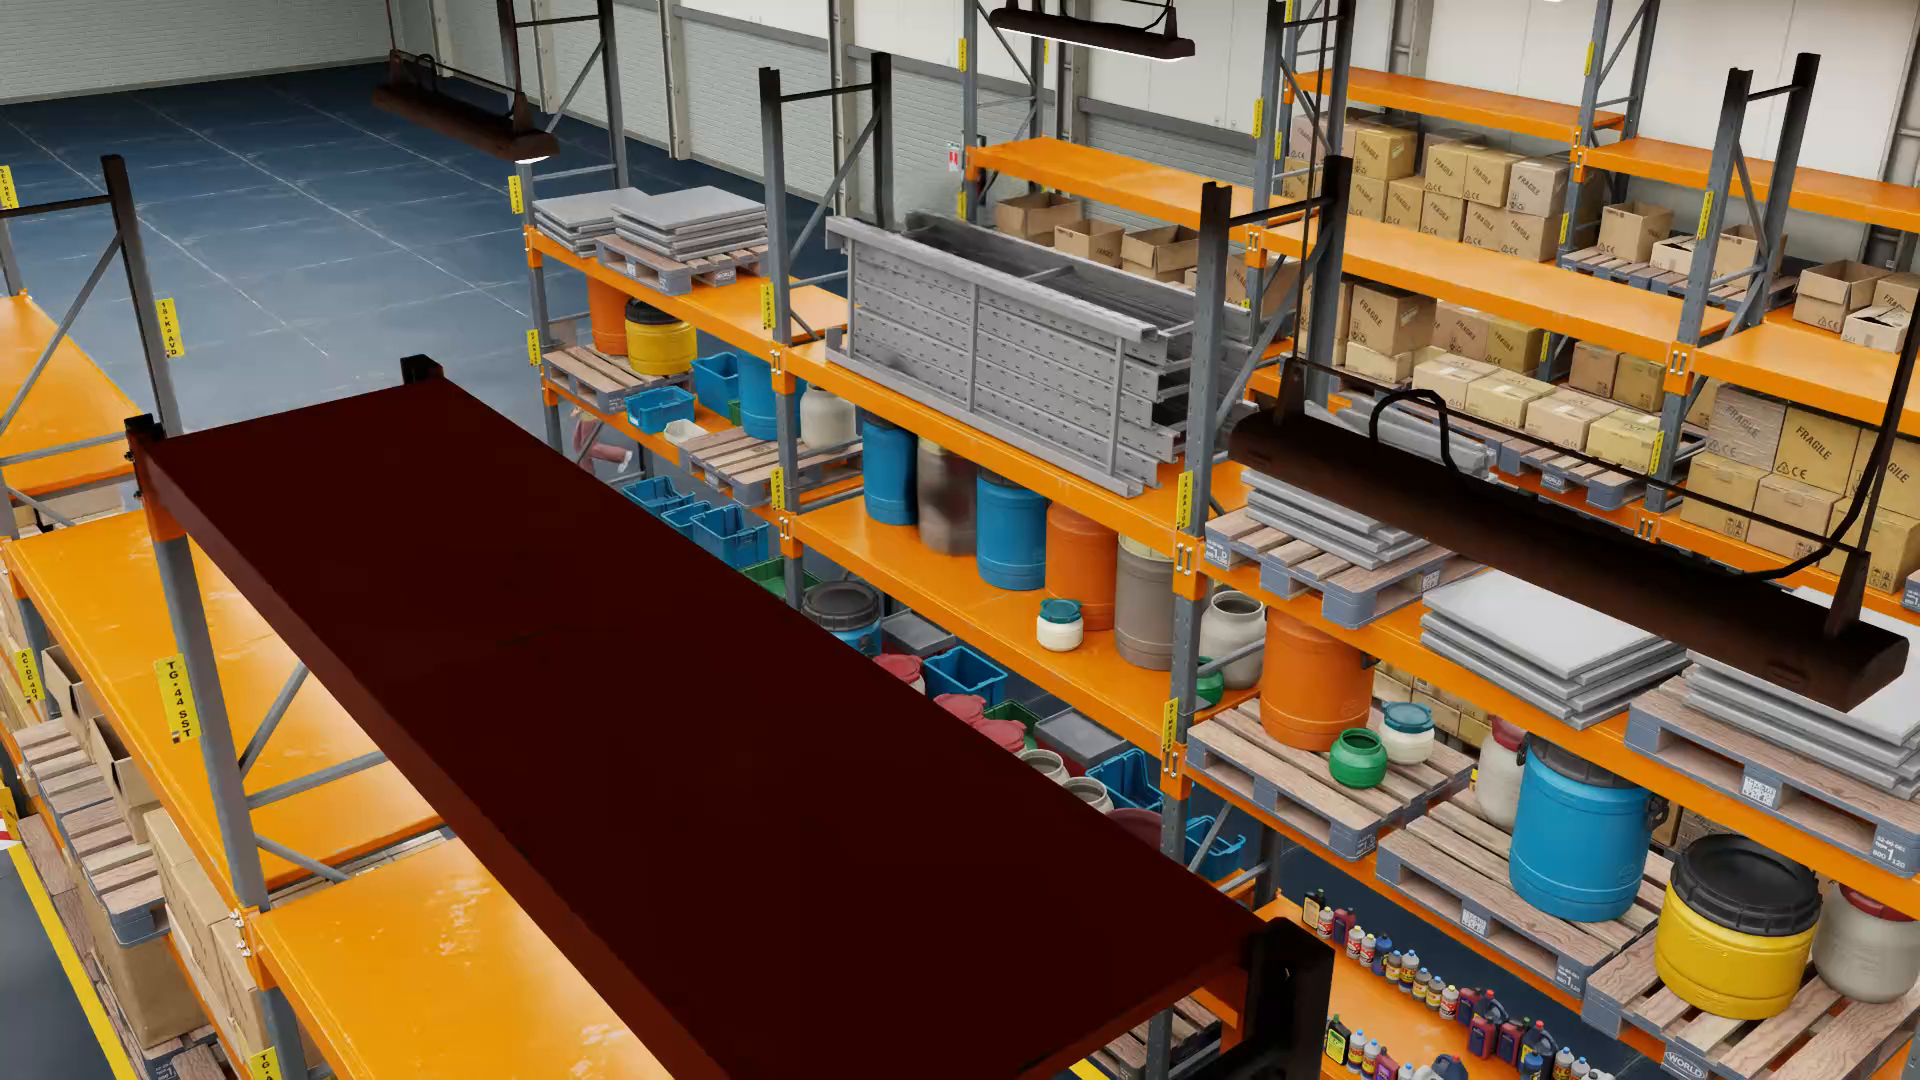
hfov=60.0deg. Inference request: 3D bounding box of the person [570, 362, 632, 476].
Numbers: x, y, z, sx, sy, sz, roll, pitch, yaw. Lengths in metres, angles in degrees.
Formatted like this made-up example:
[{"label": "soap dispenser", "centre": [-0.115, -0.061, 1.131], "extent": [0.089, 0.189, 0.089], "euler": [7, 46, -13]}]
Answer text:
[{"label": "person", "centre": [-4.241, -1.444, 19.361], "extent": [0.769, 1.631, 0.616], "euler": [-3, 26, -6]}]
